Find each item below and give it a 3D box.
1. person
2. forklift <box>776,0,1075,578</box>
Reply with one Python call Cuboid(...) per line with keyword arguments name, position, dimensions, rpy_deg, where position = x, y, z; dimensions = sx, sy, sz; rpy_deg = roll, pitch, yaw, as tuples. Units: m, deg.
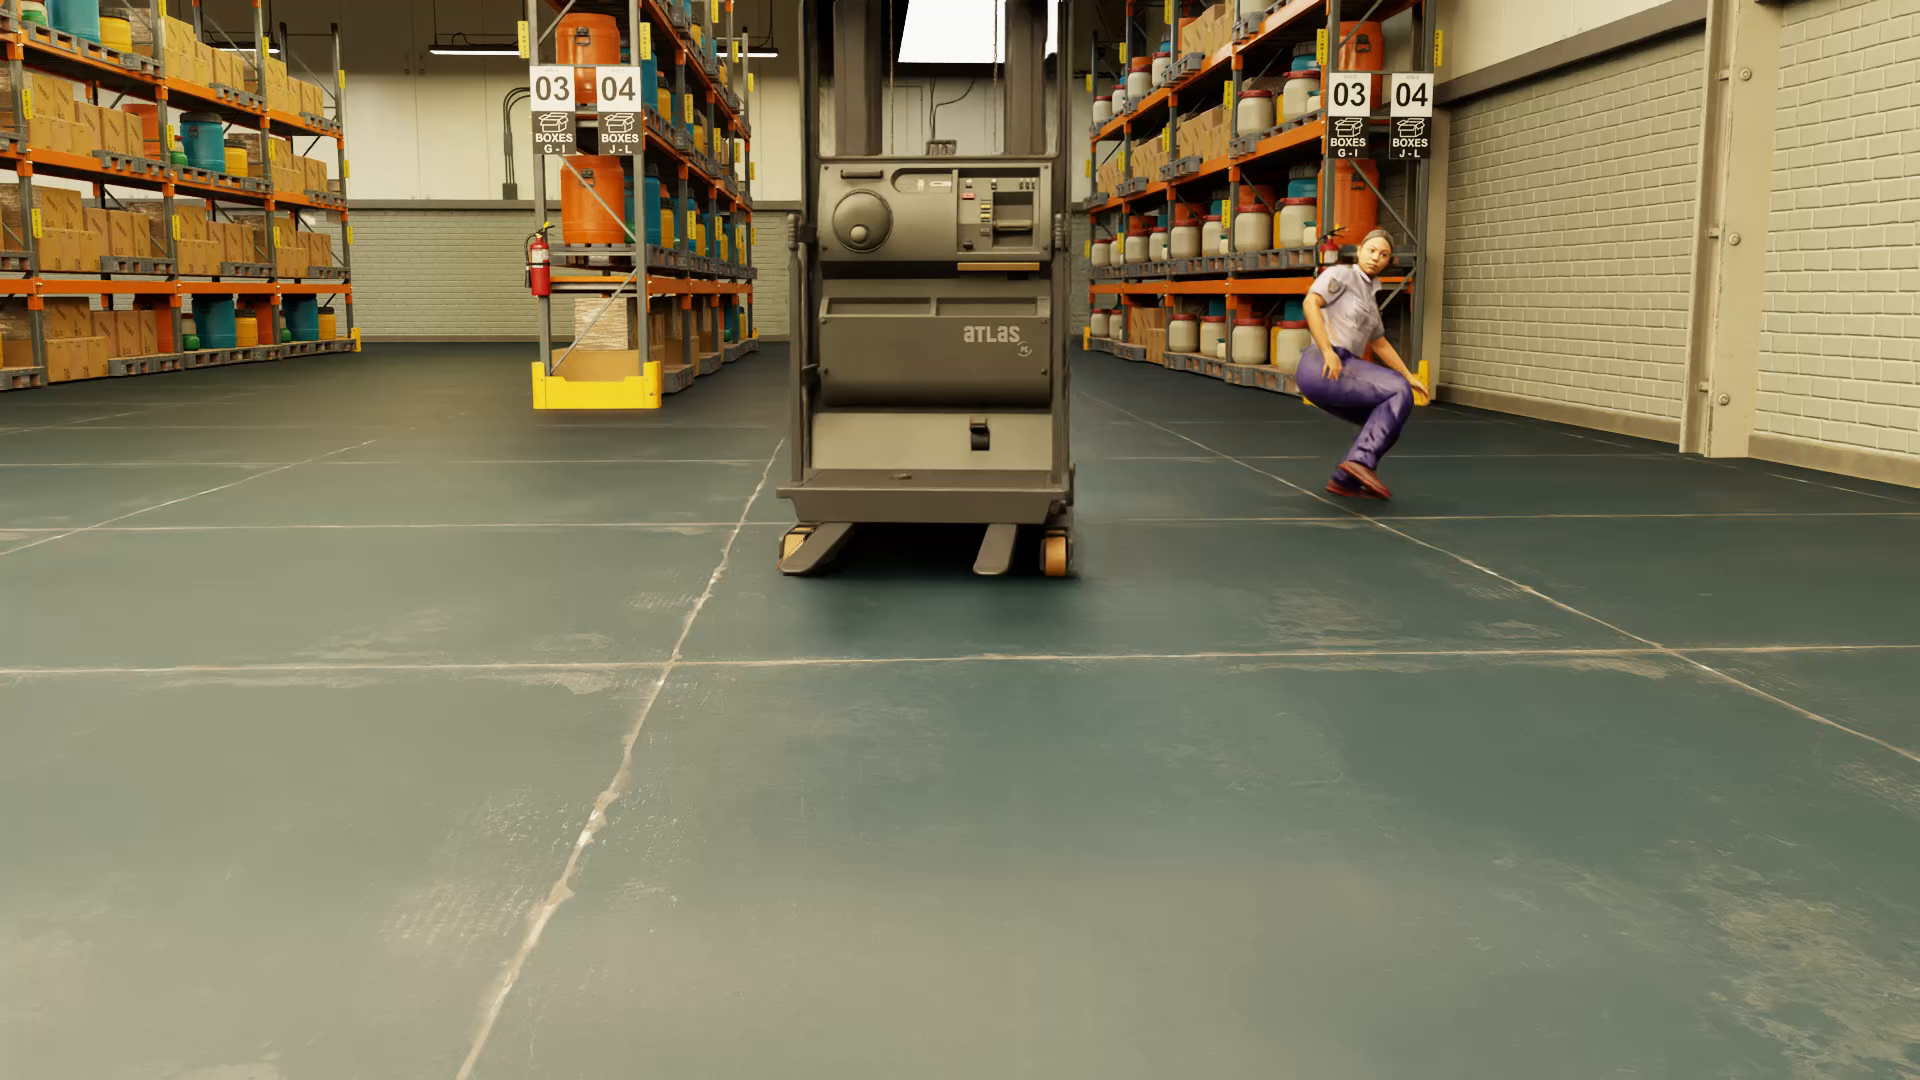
Cuboid(name="person", position=(2.046, -0.858, 8.473), dimensions=(0.632, 1.432, 0.771), rpy_deg=(3, 9, 22))
Cuboid(name="forklift", position=(-0.111, -1.351, 6.431), dimensions=(1.130, 2.935, 3.031), rpy_deg=(1, 8, 4))
